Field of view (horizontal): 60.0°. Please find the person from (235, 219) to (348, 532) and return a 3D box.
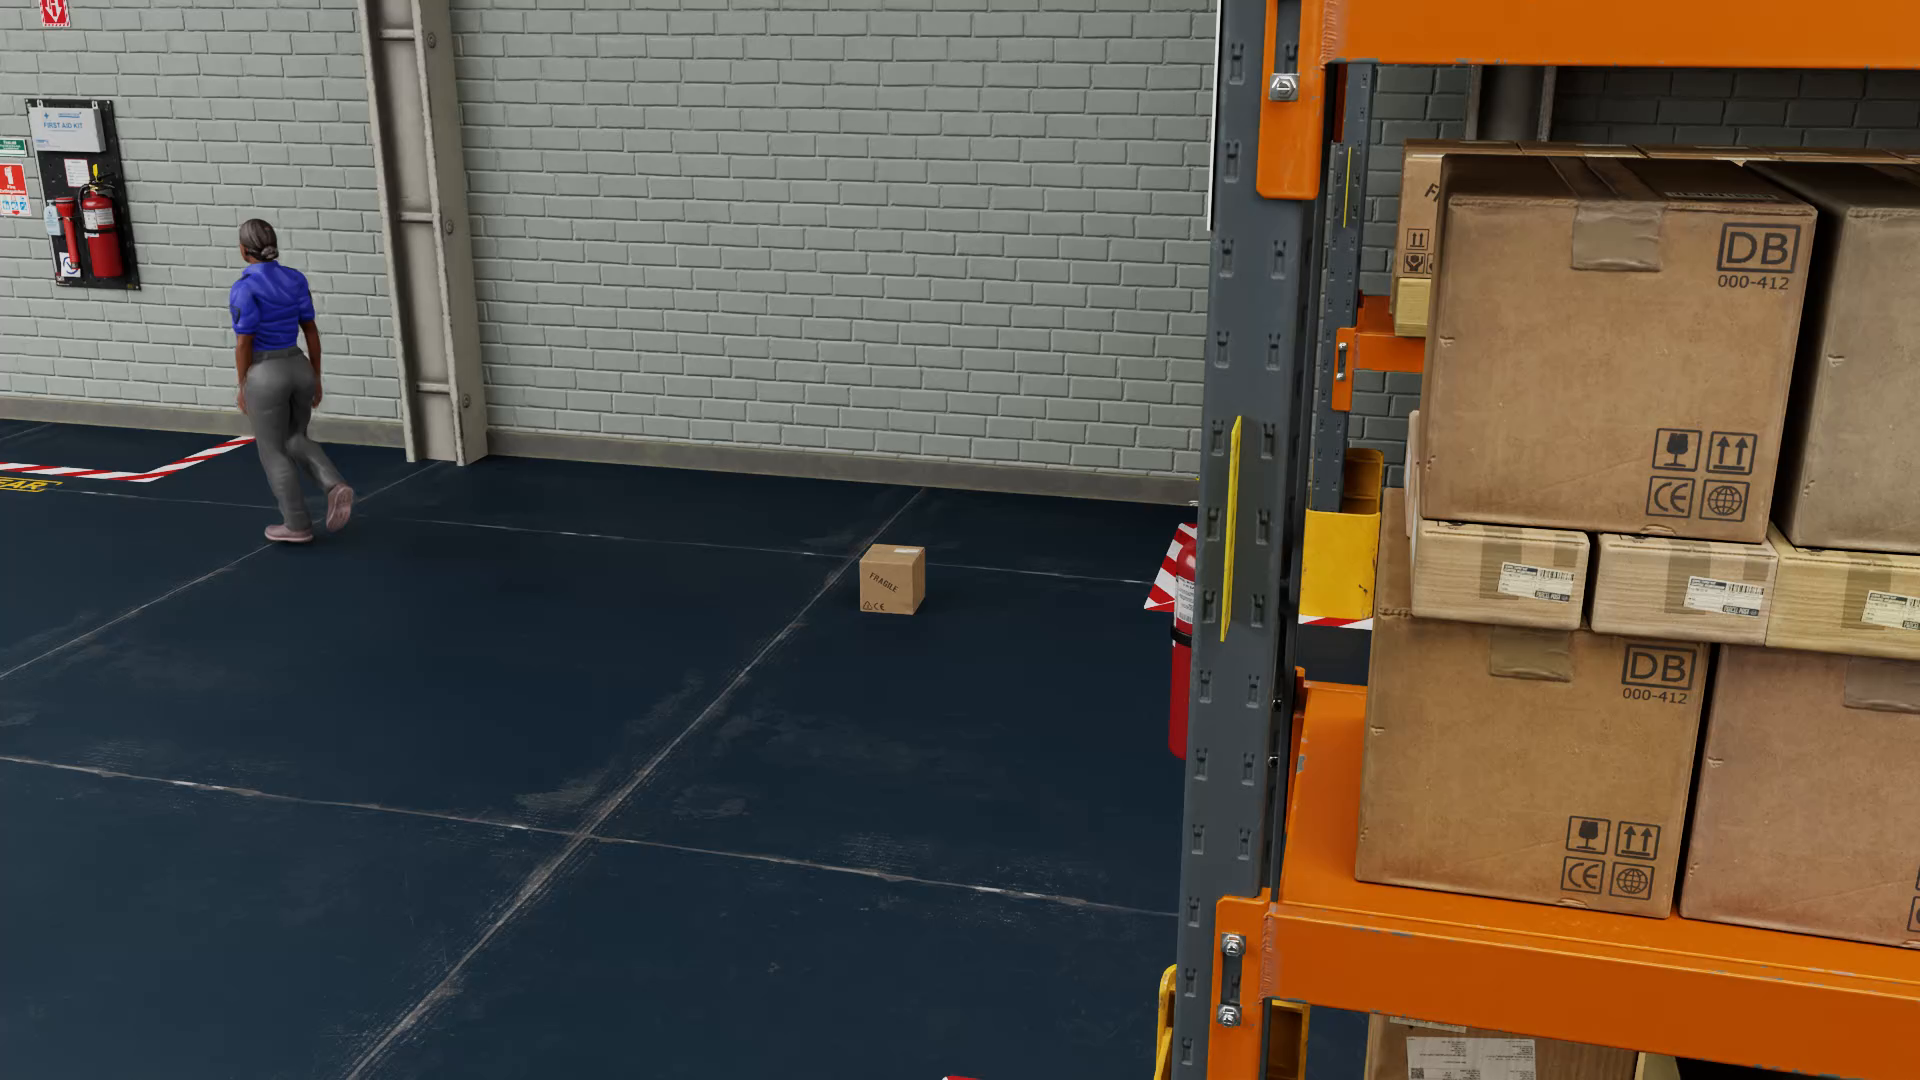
[{"bbox_3d":[-3.407,-0.822,8.362,0.440,1.577,0.444,9,20,25],"label":"person"}]
